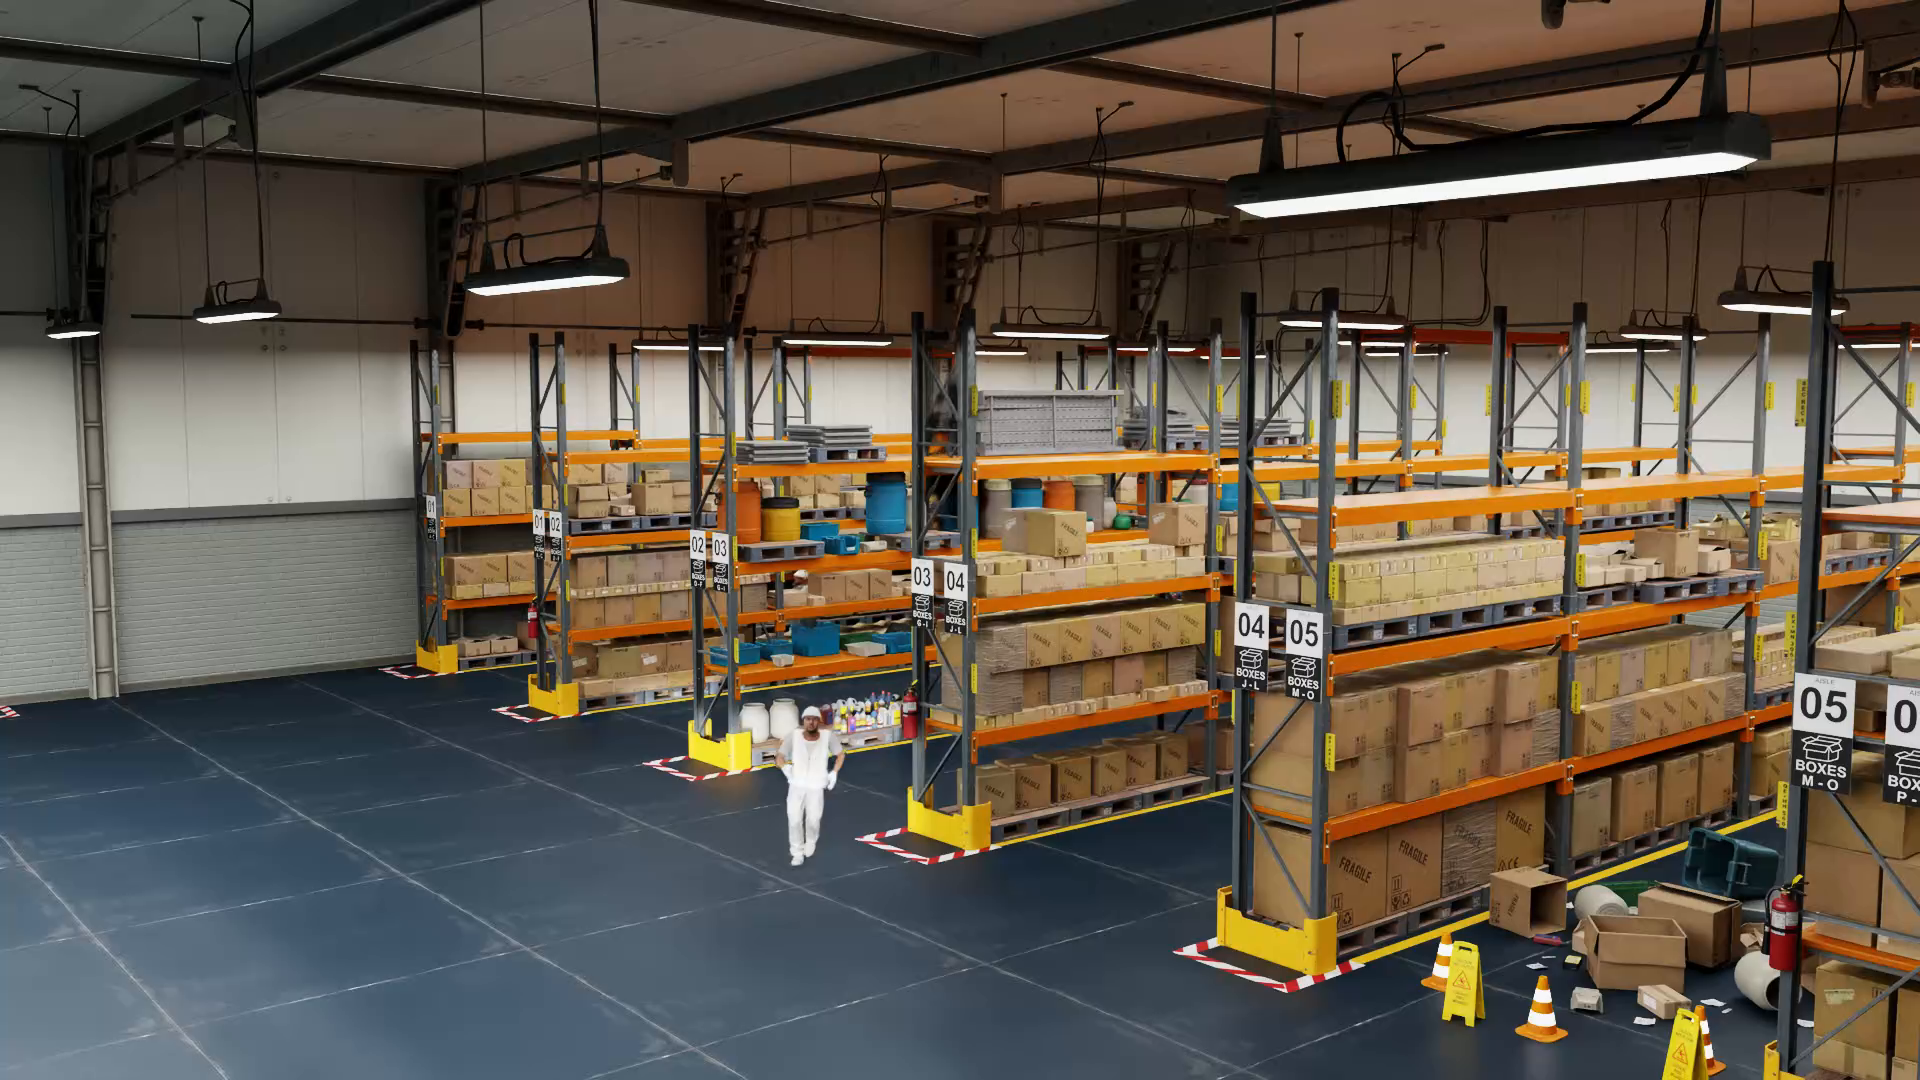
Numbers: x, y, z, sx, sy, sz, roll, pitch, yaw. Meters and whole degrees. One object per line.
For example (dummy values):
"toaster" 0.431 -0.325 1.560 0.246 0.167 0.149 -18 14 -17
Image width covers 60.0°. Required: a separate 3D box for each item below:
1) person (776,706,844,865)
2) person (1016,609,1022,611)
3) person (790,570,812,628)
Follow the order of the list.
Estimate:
"person" -1.624 2.647 17.921 0.726 1.722 0.619 0 5 1
"person" 1.201 1.634 28.489 1.037 1.776 0.712 -5 7 -43
"person" -2.961 1.413 31.369 0.616 1.724 0.648 -5 7 -41
